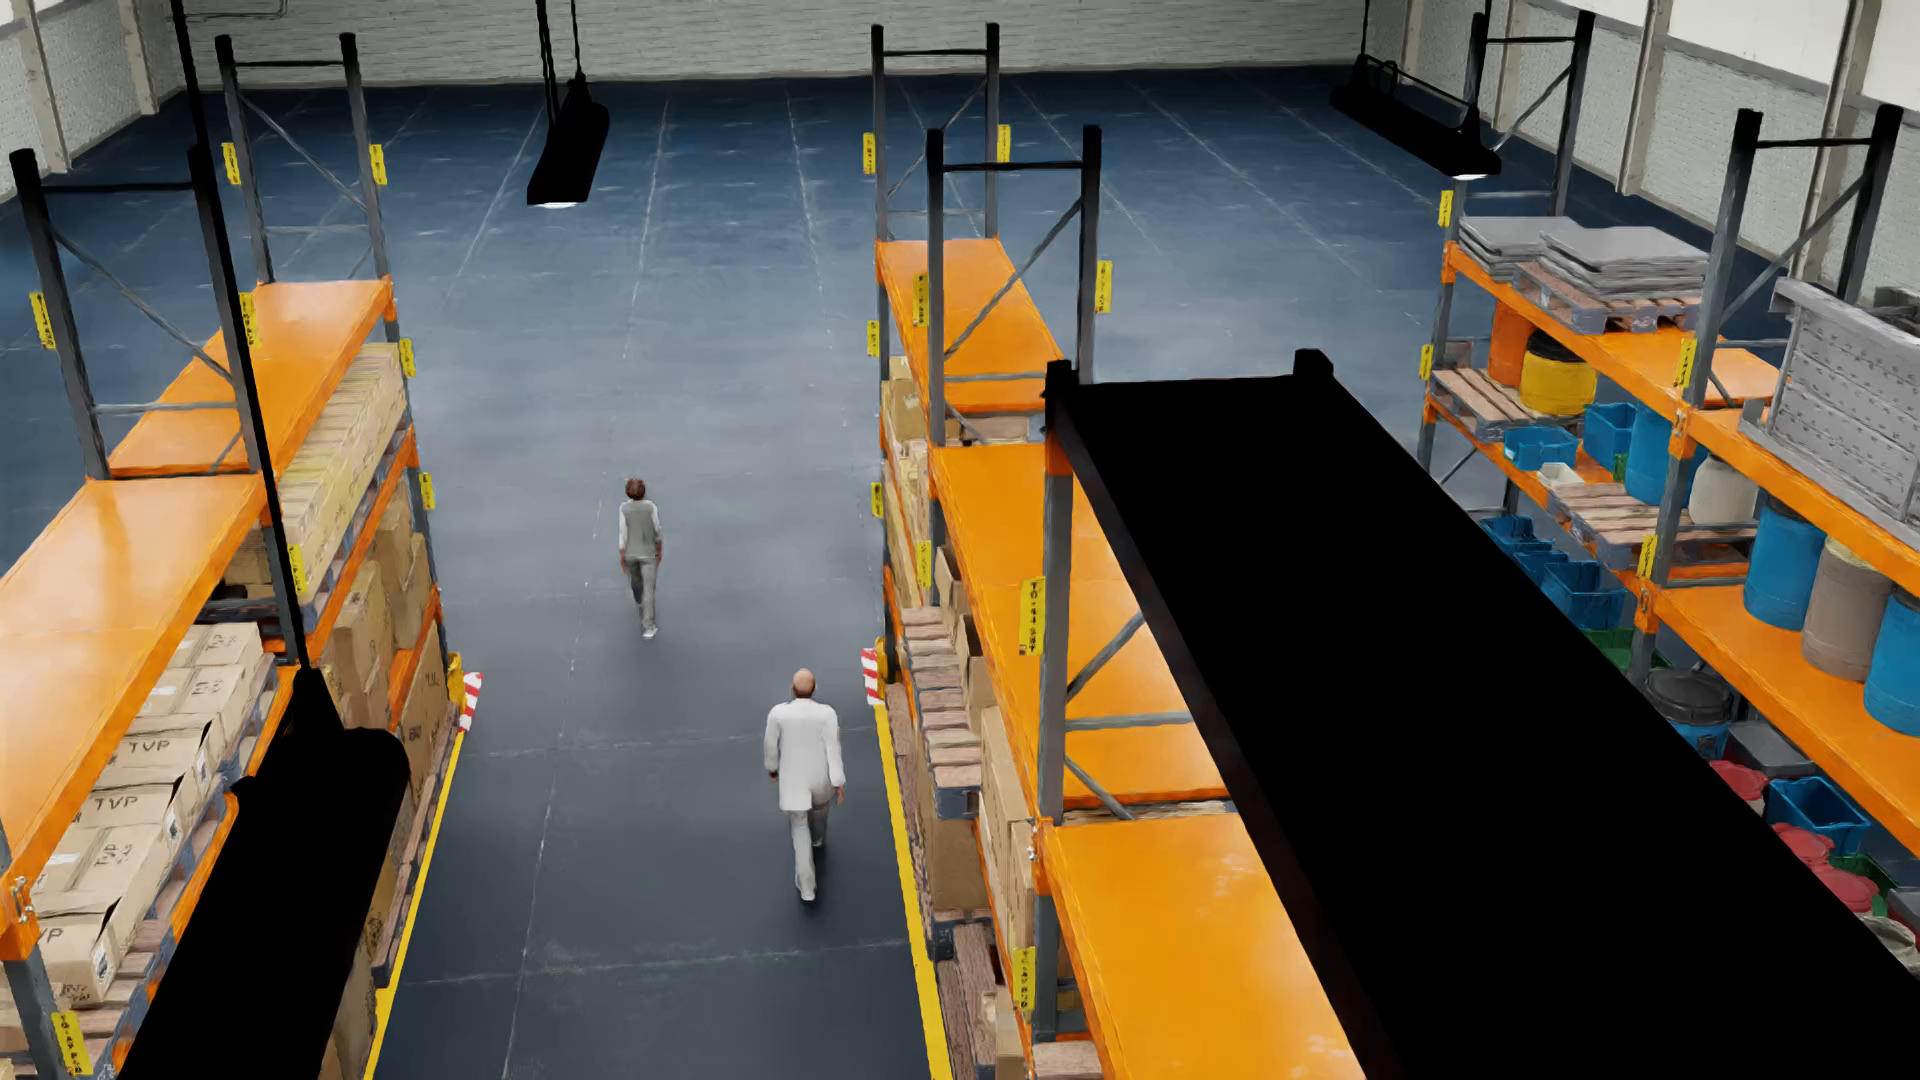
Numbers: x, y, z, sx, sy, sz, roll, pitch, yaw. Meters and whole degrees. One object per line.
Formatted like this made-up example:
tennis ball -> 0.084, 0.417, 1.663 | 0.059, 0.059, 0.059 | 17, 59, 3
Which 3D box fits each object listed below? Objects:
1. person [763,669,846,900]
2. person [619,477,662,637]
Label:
person -> -1.194, 1.774, 12.776 | 0.603, 1.725, 1.110 | -3, 26, -7
person -> -3.150, 0.111, 16.480 | 0.417, 1.517, 1.036 | -2, 26, -4
